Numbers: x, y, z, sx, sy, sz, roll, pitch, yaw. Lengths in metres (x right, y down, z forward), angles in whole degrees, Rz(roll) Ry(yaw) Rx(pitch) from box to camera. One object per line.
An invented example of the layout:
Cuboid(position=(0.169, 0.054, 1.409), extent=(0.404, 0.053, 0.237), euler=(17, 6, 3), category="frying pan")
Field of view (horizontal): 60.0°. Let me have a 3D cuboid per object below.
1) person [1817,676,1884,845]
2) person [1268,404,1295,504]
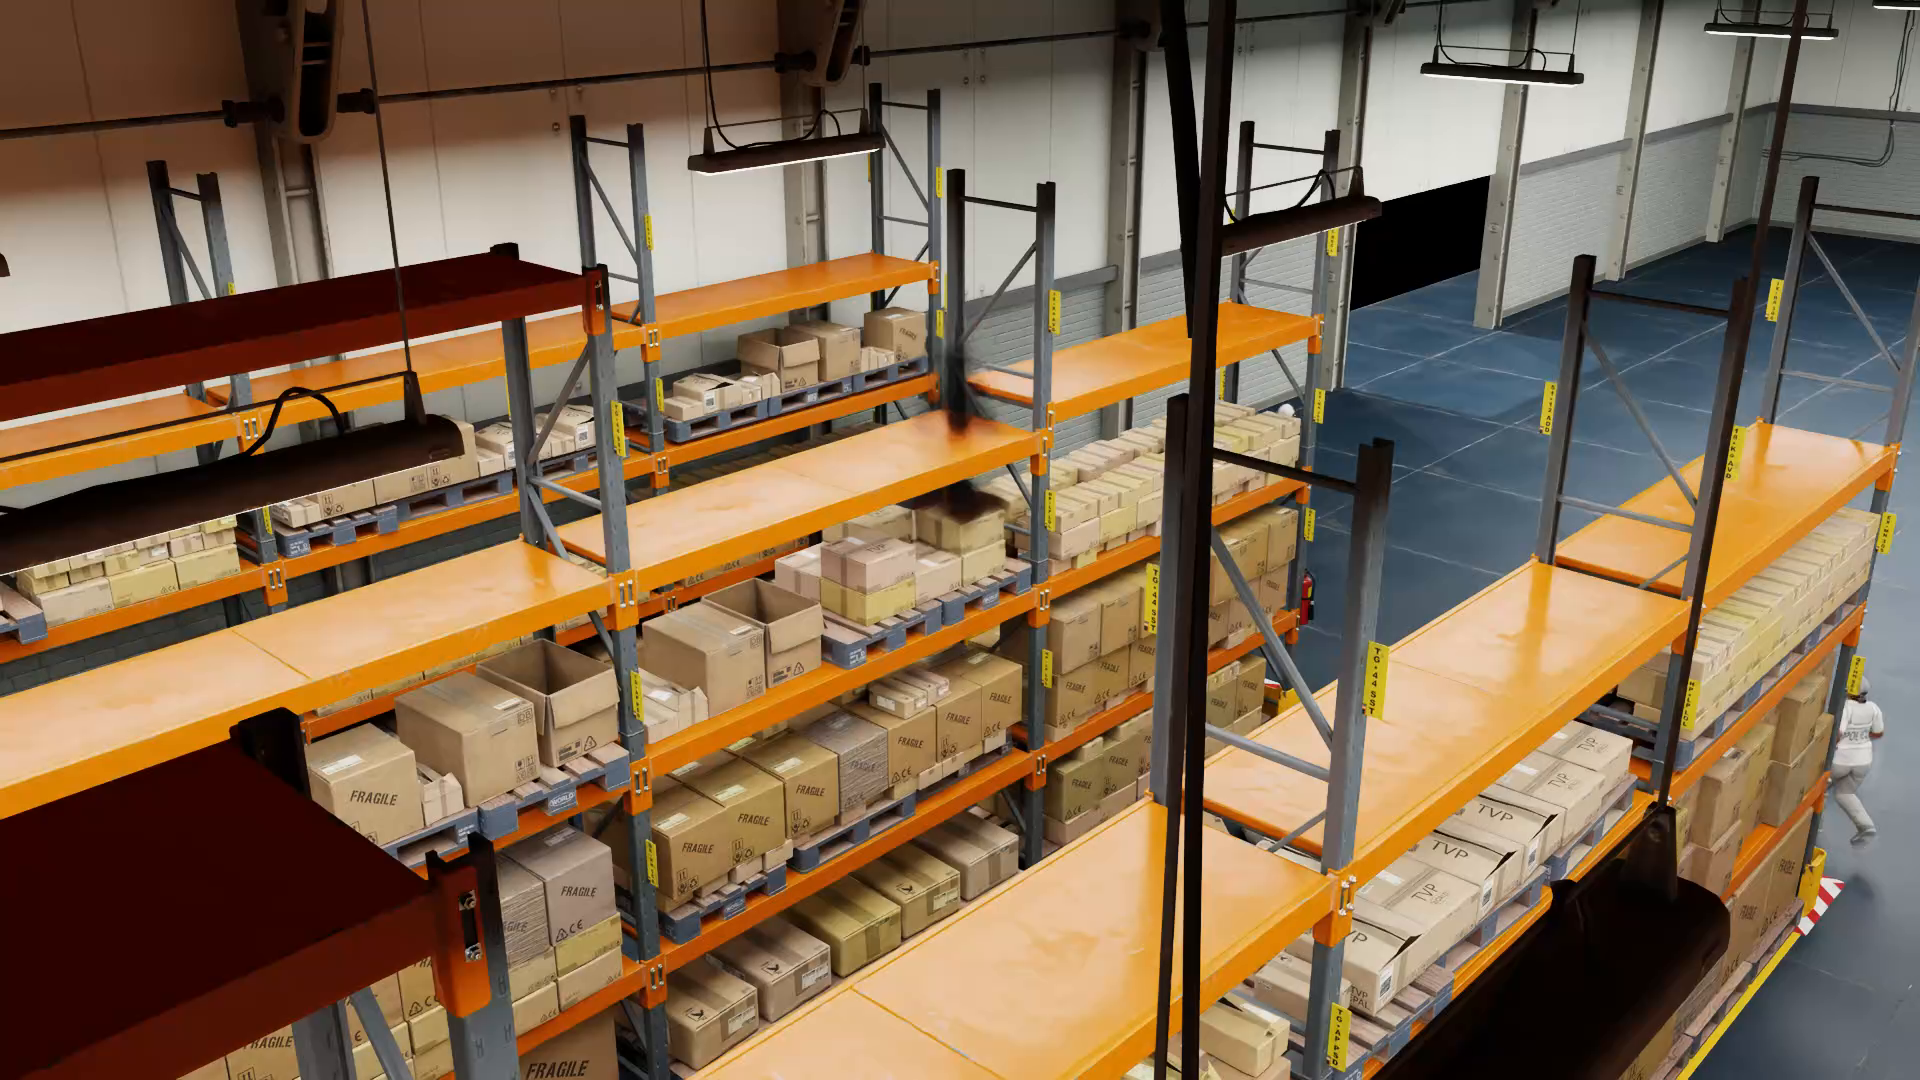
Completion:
Cuboid(position=(7.828, 1.992, 14.693), extent=(0.614, 1.682, 0.806), euler=(-3, 21, -7), category="person")
Cuboid(position=(4.067, -0.915, 22.135), extent=(0.707, 1.722, 1.028), euler=(19, 28, 40), category="person")
